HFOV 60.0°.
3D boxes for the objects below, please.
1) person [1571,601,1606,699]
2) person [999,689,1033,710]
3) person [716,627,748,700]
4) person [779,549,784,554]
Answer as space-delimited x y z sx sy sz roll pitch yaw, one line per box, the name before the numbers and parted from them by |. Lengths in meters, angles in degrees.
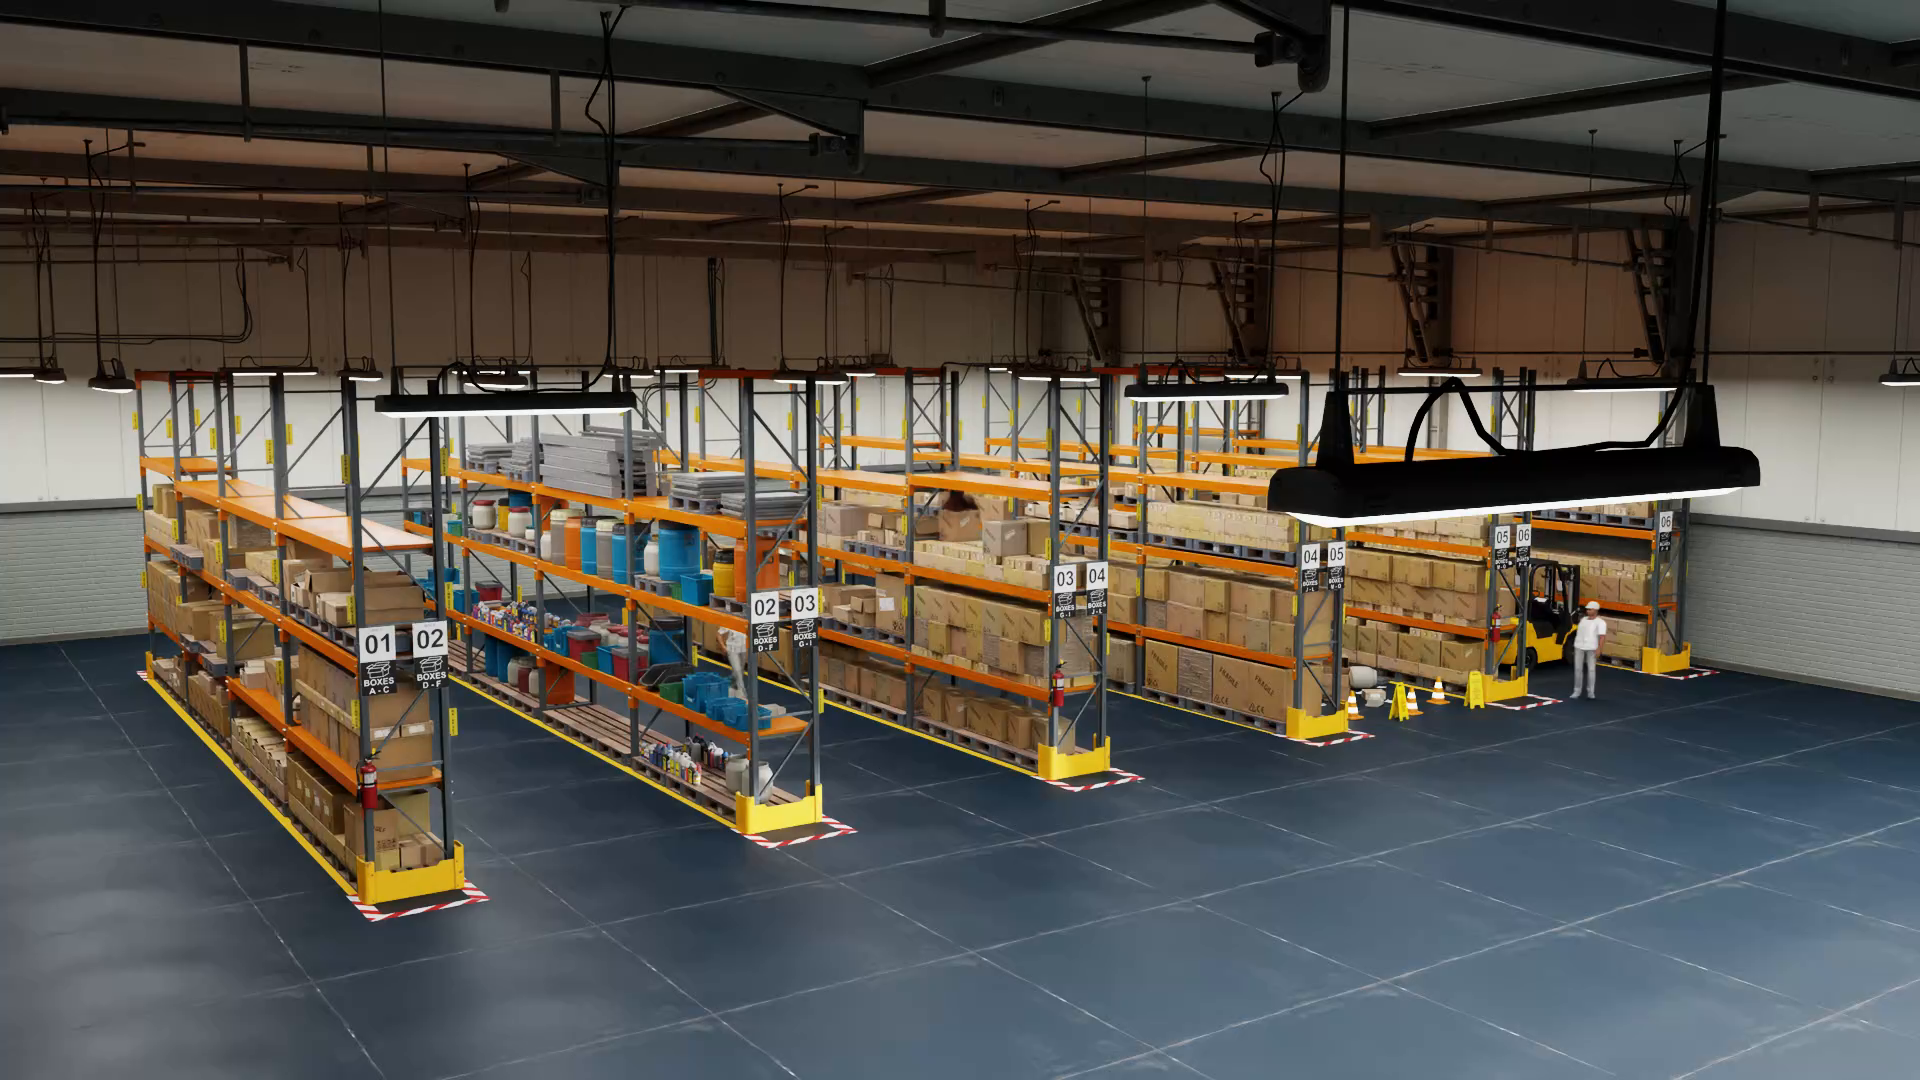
person | 11.513 2.020 30.487 0.590 1.776 0.639 4 7 29
person | 1.002 2.210 29.340 0.605 1.631 0.957 -4 8 -33
person | -4.075 2.052 30.485 0.655 1.619 0.993 -4 8 -34
person | -4.573 0.891 40.768 0.623 1.654 0.588 5 8 35
